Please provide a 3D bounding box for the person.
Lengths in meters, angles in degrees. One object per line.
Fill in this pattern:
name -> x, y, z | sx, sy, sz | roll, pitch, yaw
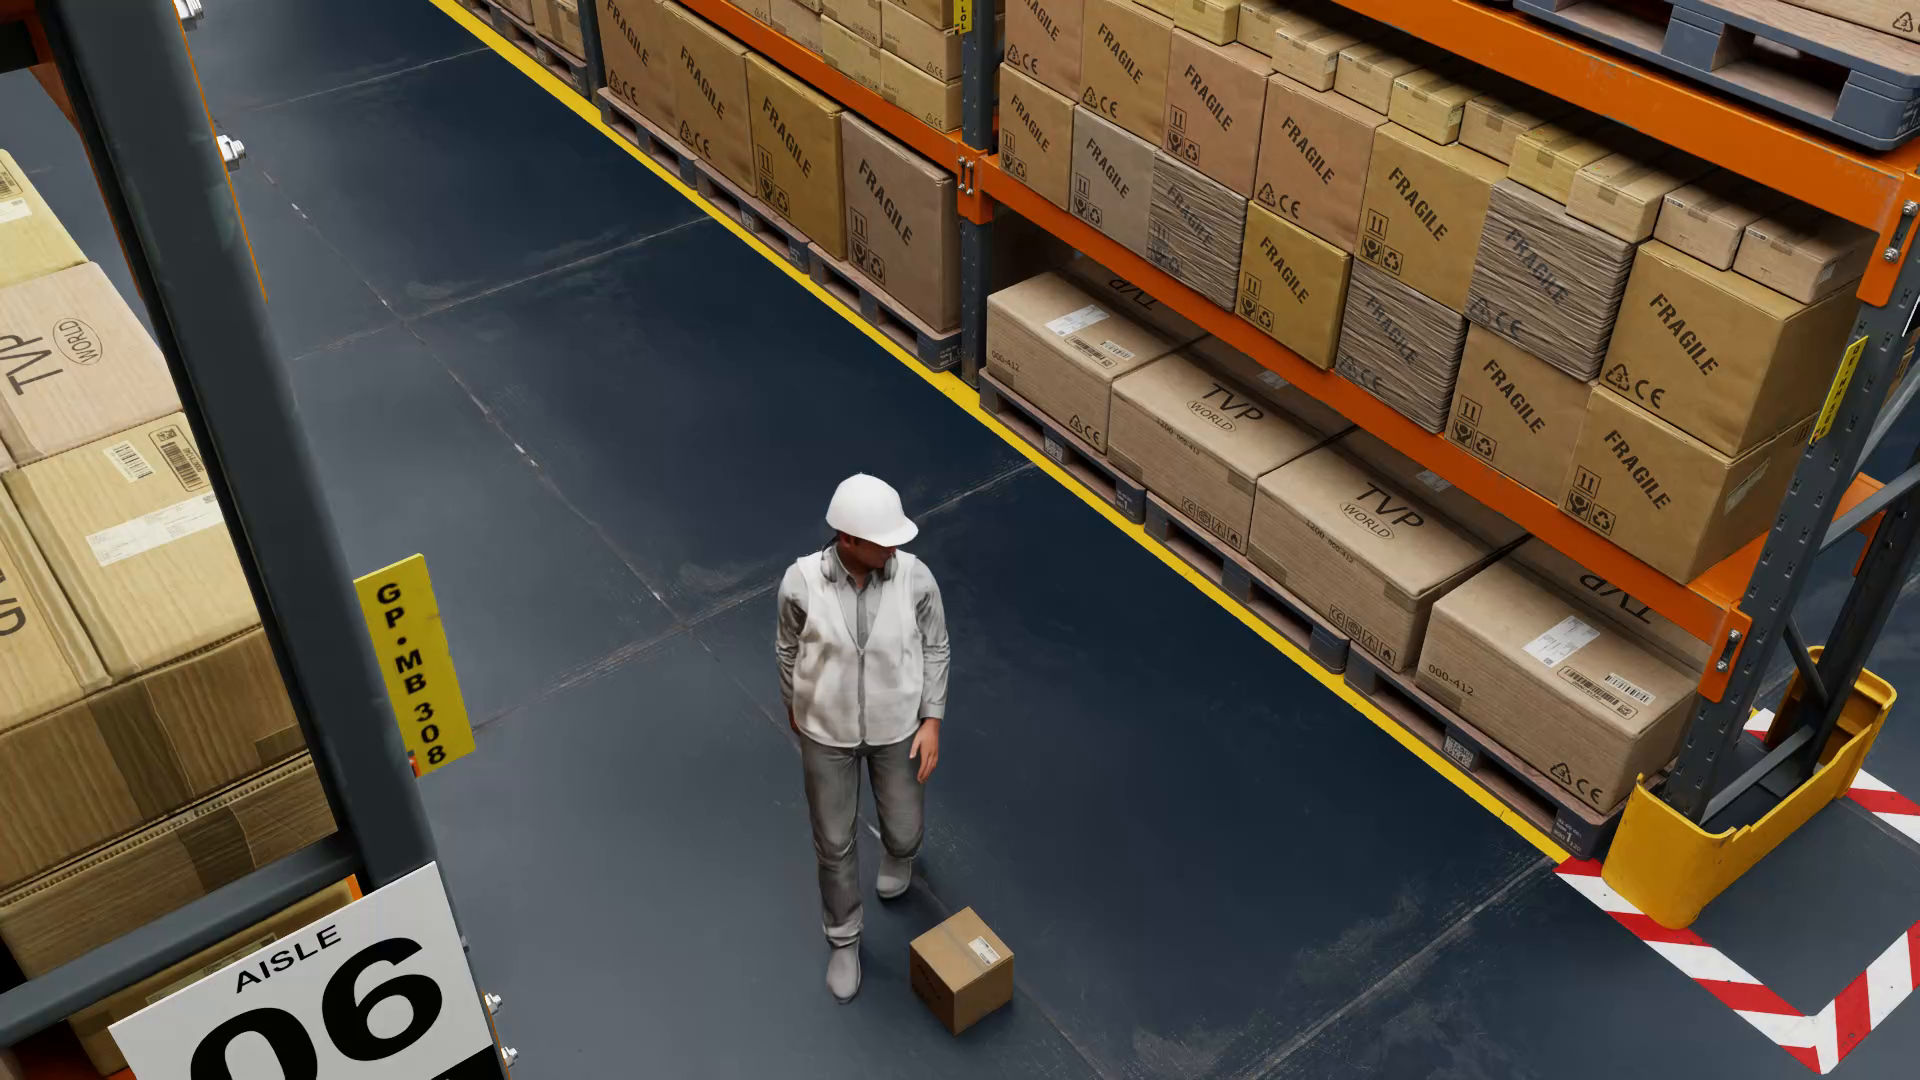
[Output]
person -> -0.295, 0.665, 5.397 | 0.568, 1.729, 0.779 | -4, 40, -5
